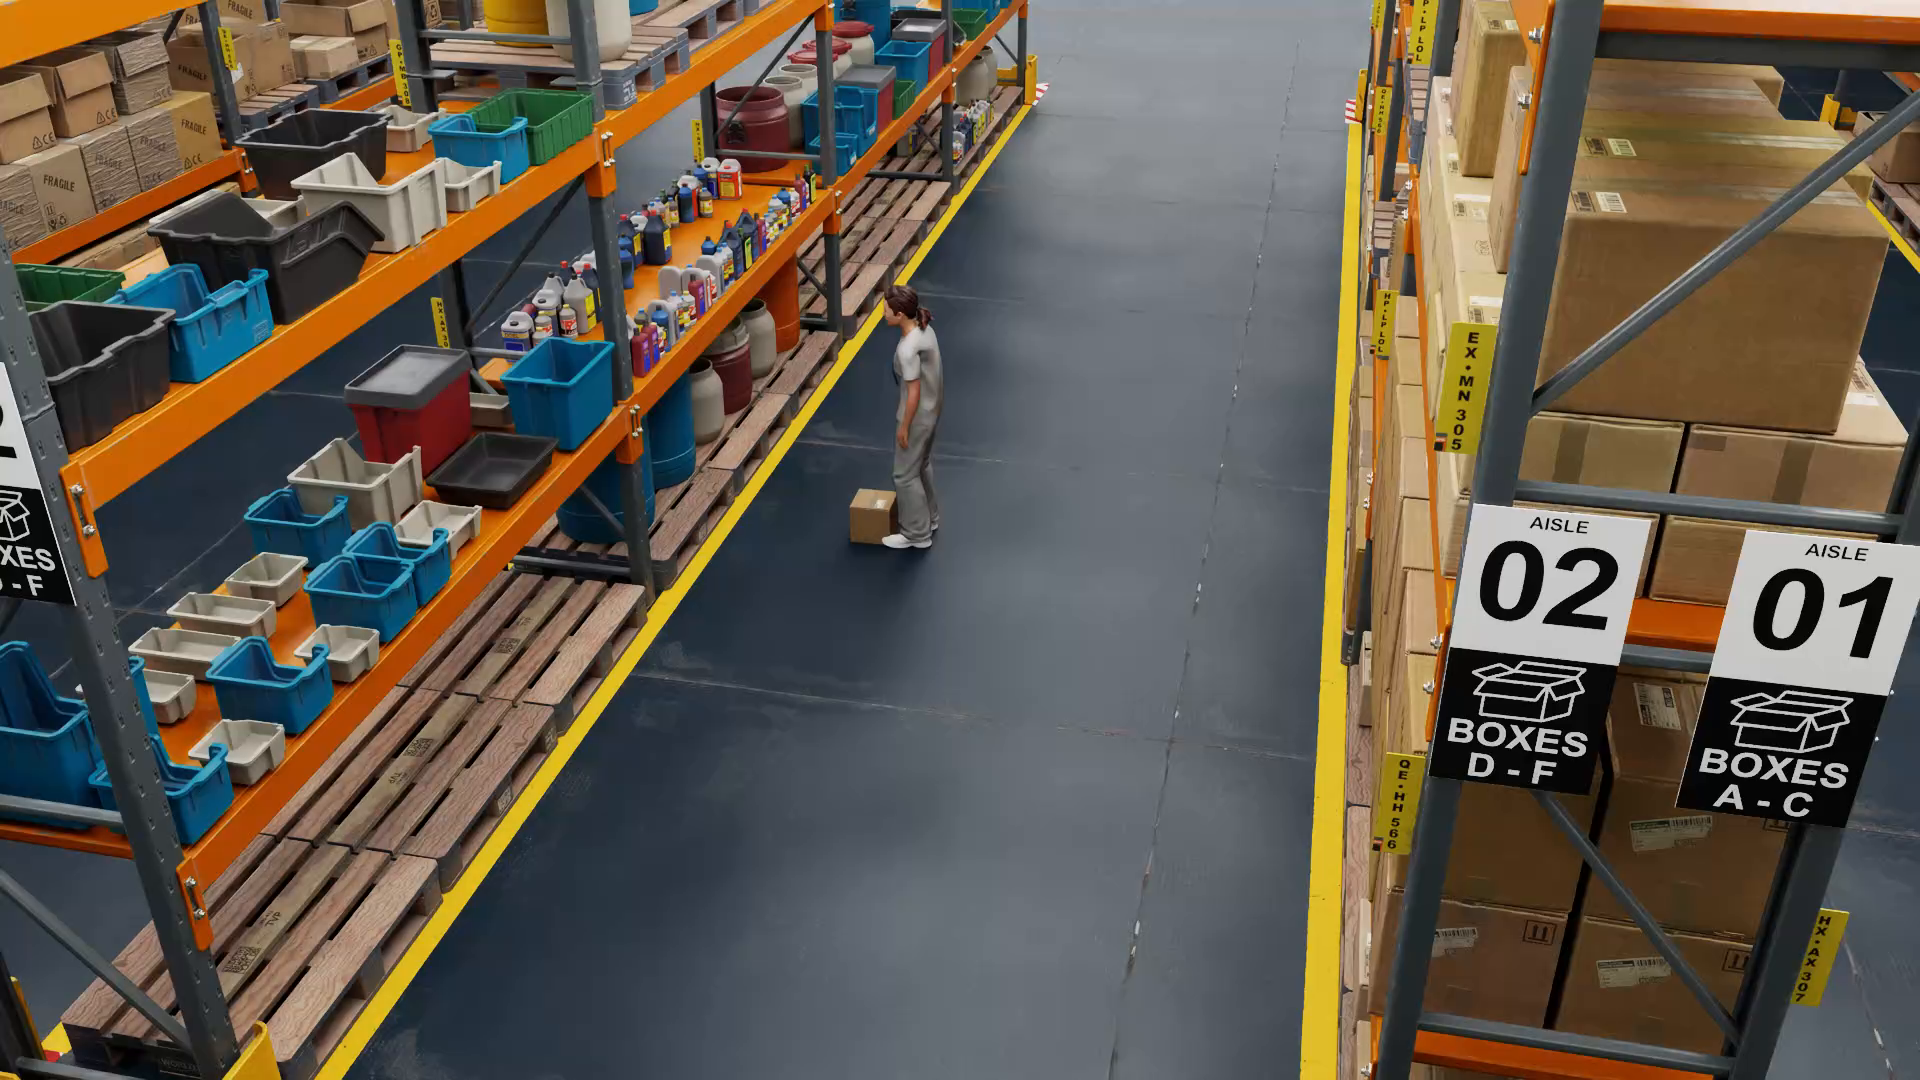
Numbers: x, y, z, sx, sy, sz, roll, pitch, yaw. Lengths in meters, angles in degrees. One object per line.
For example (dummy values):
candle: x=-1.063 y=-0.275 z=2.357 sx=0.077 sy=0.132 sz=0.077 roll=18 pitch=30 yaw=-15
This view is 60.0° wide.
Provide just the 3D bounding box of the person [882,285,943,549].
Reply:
person: x=-0.286 y=-0.719 z=9.979 sx=0.362 sy=1.612 sz=0.504 roll=4 pitch=29 yaw=8
